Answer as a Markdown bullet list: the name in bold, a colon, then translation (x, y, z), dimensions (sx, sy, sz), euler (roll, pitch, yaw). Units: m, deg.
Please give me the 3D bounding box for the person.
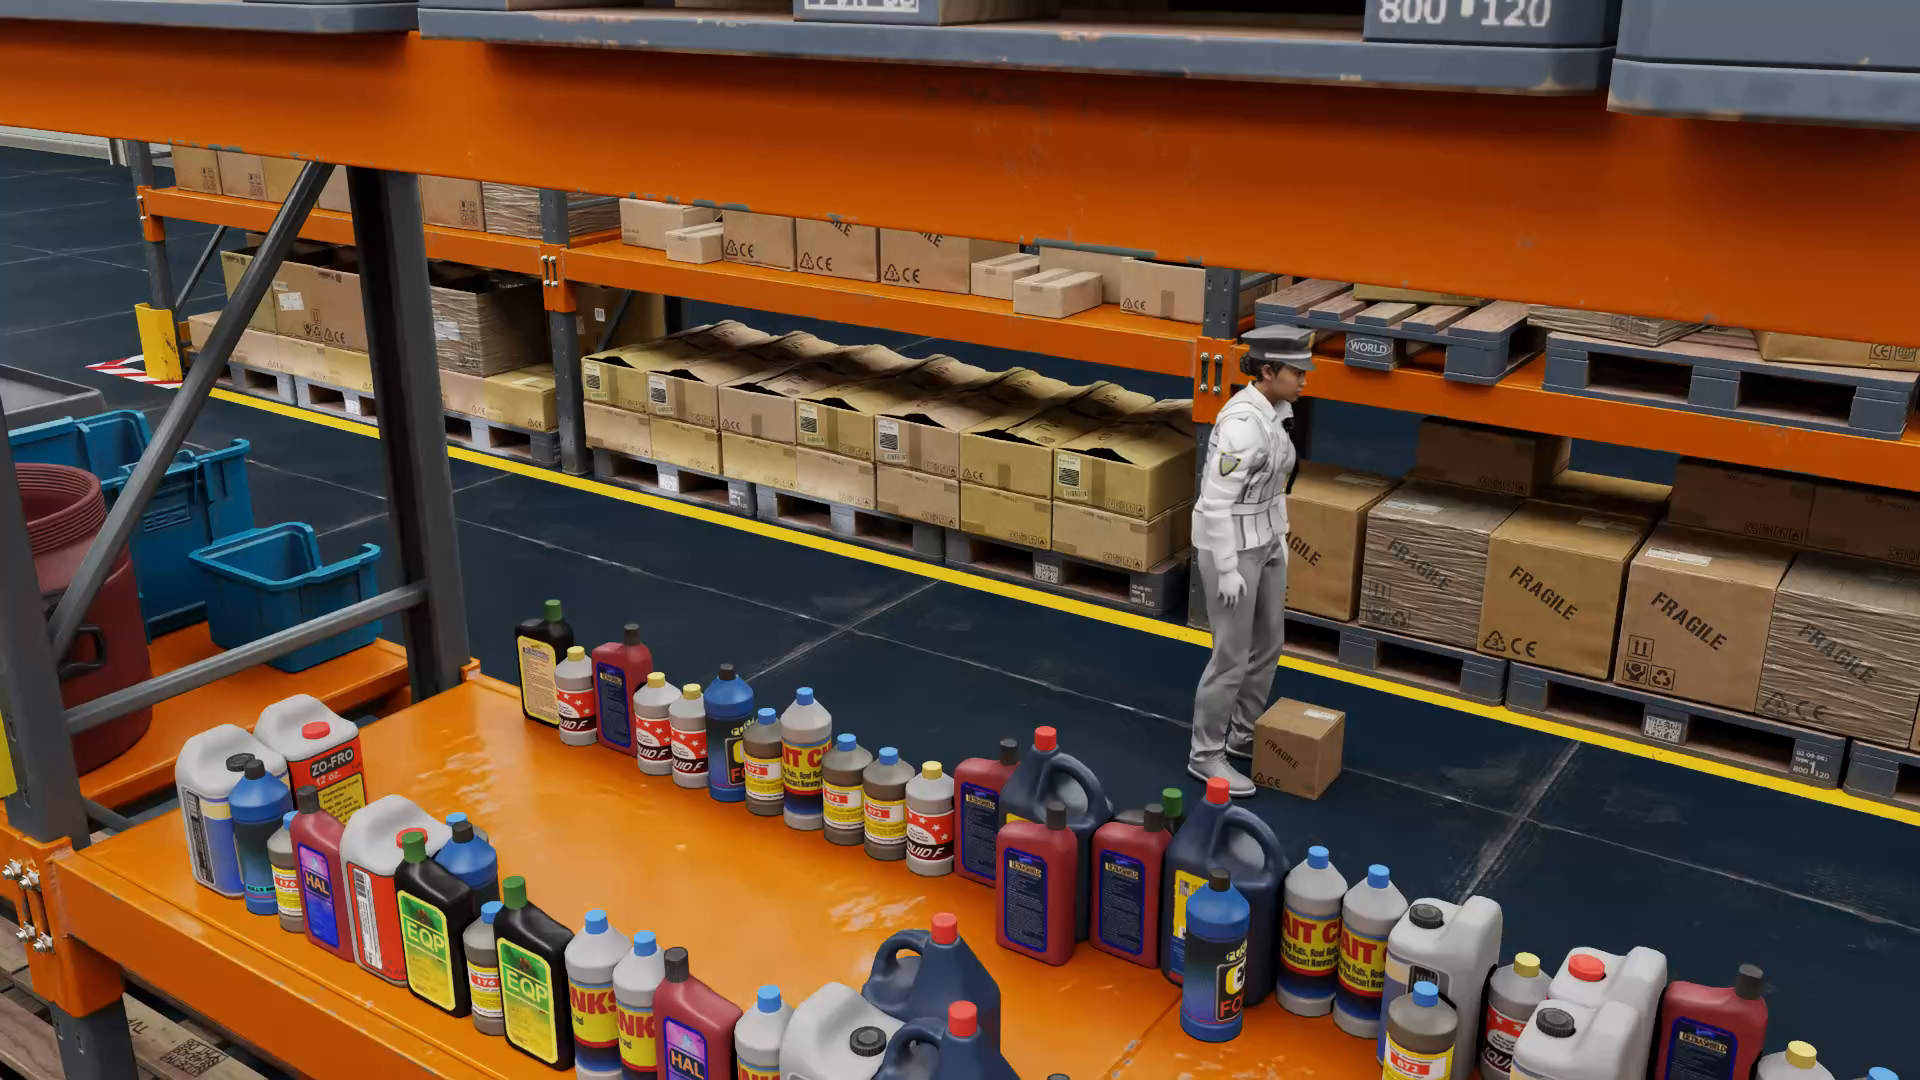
- **person**: translation (1.036, 0.054, 5.918), dimensions (0.407, 1.663, 0.529), euler (13, 24, 32)
